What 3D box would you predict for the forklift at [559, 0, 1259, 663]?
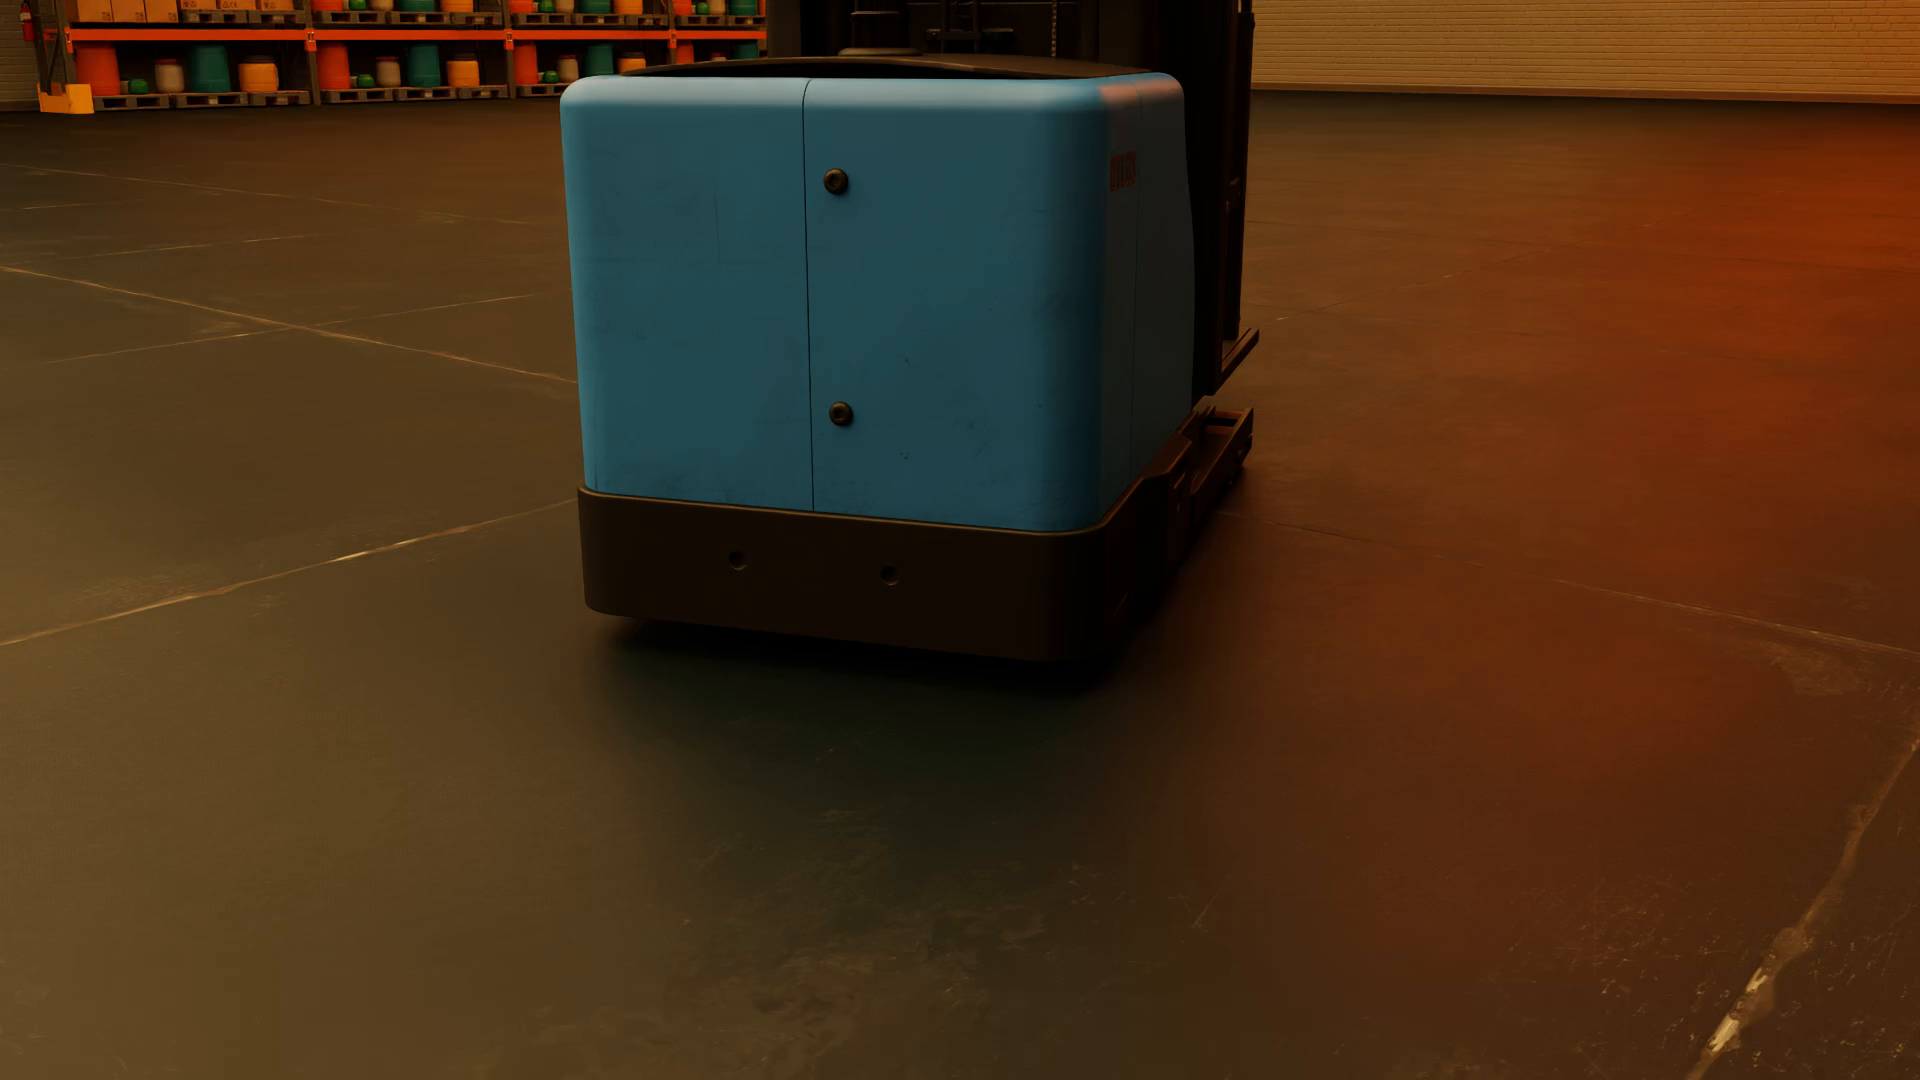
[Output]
[{"bbox_3d":[0.182,-1.571,4.072,1.130,2.935,3.031,5,18,17],"label":"forklift"}]
